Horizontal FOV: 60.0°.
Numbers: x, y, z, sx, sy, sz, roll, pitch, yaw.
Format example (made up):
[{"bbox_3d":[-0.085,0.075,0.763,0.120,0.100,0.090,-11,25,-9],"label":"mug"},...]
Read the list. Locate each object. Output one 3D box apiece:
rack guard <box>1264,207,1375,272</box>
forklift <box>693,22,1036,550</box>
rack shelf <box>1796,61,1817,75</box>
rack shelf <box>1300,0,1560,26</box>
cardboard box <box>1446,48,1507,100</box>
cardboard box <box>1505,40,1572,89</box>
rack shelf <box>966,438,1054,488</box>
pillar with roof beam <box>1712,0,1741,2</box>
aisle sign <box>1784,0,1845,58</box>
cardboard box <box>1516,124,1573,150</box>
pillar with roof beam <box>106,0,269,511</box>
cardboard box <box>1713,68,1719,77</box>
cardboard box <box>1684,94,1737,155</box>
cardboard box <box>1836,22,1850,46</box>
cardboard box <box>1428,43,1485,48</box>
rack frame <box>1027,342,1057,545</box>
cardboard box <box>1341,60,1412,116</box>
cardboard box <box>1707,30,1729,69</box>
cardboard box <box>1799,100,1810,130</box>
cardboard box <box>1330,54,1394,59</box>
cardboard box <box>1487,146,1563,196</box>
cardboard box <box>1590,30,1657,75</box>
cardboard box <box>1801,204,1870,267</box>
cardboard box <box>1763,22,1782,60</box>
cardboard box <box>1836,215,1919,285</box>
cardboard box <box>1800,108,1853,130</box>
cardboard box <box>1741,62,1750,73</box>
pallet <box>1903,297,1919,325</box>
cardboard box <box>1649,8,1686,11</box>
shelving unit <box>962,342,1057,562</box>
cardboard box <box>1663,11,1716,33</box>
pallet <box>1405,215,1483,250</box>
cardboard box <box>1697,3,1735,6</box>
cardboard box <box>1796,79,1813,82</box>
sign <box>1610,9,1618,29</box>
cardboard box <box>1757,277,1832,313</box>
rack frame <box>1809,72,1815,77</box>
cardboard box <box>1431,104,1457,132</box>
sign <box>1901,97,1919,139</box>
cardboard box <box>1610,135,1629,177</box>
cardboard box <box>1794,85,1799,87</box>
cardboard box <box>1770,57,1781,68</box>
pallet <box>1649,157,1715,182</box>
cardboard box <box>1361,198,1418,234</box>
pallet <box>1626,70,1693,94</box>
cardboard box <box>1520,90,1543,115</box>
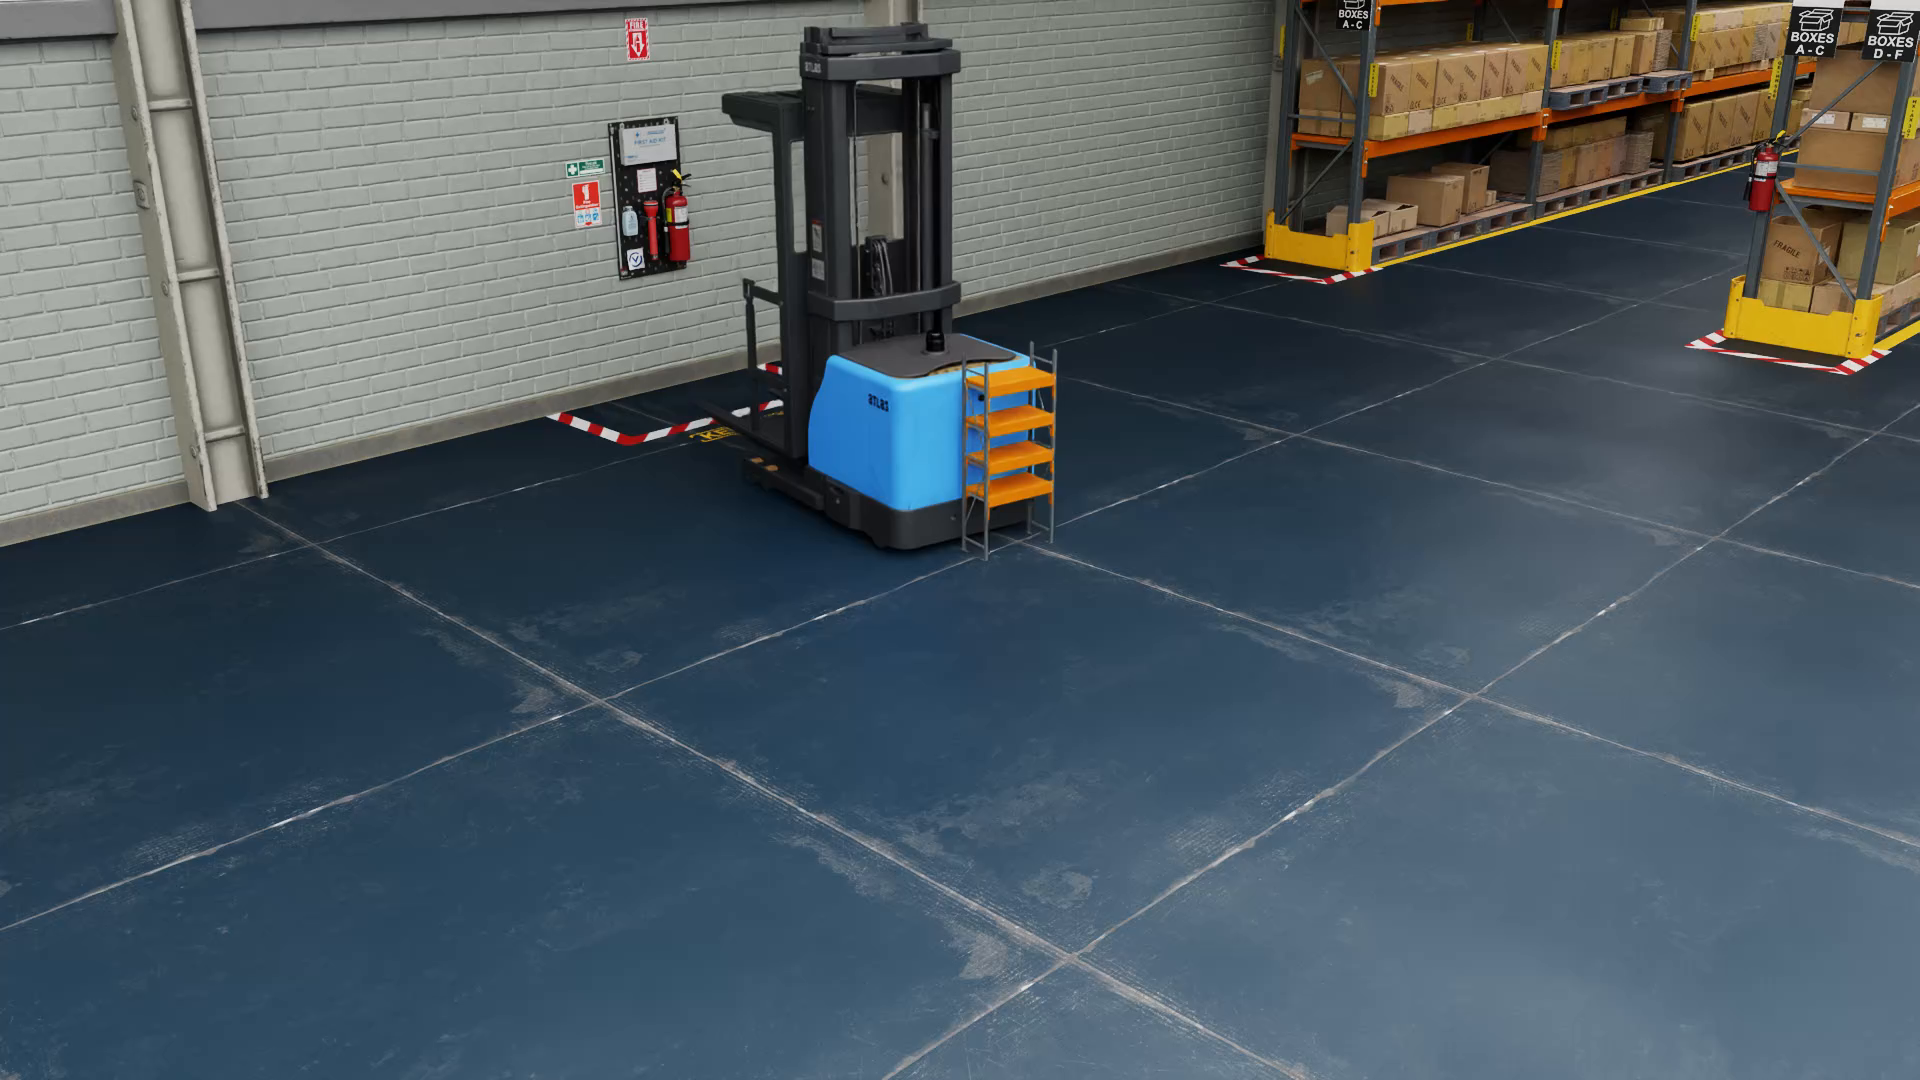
[{"bbox_3d":[3.819,-3.210,17.730,1.175,0.500,0.348,19,28,41],"label":"rack guard"},{"bbox_3d":[-0.790,-1.782,10.625,1.130,2.935,3.031,-14,25,-33],"label":"forklift"},{"bbox_3d":[13.533,-7.621,26.723,1.077,0.370,4.000,19,28,41],"label":"rack shelf"},{"bbox_3d":[5.162,-5.936,18.160,1.077,0.370,4.000,19,28,41],"label":"rack shelf"},{"bbox_3d":[5.745,-5.220,18.610,0.500,0.500,0.500,18,28,39],"label":"cardboard box"},{"bbox_3d":[6.936,-5.760,20.128,0.700,0.500,0.500,19,28,41],"label":"cardboard box"},{"bbox_3d":[0.285,-0.454,9.772,0.480,0.148,0.258,-14,25,-33],"label":"rack shelf"},{"bbox_3d":[15.091,-9.562,22.408,9.100,9.000,0.400,19,28,41],"label":"pillar with roof beam"},{"bbox_3d":[7.062,-4.389,13.689,0.394,0.787,0.004,19,28,41],"label":"aisle sign"},{"bbox_3d":[7.363,-5.082,20.941,0.500,0.250,0.500,19,28,40],"label":"cardboard box"},{"bbox_3d":[-1.652,-3.392,6.358,9.100,9.000,0.400,19,28,41],"label":"pillar with roof beam"},{"bbox_3d":[10.433,-6.607,23.405,0.250,0.149,0.380,-19,28,-41],"label":"cardboard box"},{"bbox_3d":[10.570,-5.986,23.880,0.750,0.750,0.750,19,28,40],"label":"cardboard box"},{"bbox_3d":[13.541,-8.093,26.533,0.980,0.700,0.700,18,27,38],"label":"cardboard box"},{"bbox_3d":[5.716,-5.475,19.273,0.500,0.500,0.500,19,28,40],"label":"cardboard box"},{"bbox_3d":[0.483,-0.568,9.881,0.015,1.200,0.240,-14,25,-33],"label":"rack frame"},{"bbox_3d":[4.315,-4.695,17.244,0.500,0.500,0.500,19,28,41],"label":"cardboard box"},{"bbox_3d":[10.241,-6.802,23.009,0.500,0.500,0.500,-19,28,-40],"label":"cardboard box"},{"bbox_3d":[13.086,-6.766,26.397,0.700,0.500,0.500,19,28,40],"label":"cardboard box"},{"bbox_3d":[4.301,-4.948,17.904,0.500,0.500,0.500,-20,29,-41],"label":"cardboard box"},{"bbox_3d":[7.058,-4.618,20.779,0.500,0.500,0.700,-19,28,-40],"label":"cardboard box"},{"bbox_3d":[8.656,-6.392,21.772,0.700,0.500,0.500,16,26,36],"label":"cardboard box"},{"bbox_3d":[8.166,-2.854,15.522,0.500,0.500,0.500,19,28,41],"label":"cardboard box"},{"bbox_3d":[11.647,-7.322,24.361,0.500,0.500,0.500,20,28,41],"label":"cardboard box"},{"bbox_3d":[8.199,-2.593,14.841,0.500,0.500,0.500,19,28,41],"label":"cardboard box"},{"bbox_3d":[7.448,-3.614,14.253,0.380,0.149,0.250,19,28,40],"label":"cardboard box"},{"bbox_3d":[11.187,-6.861,24.067,0.380,0.149,0.250,18,28,39],"label":"cardboard box"},{"bbox_3d":[8.673,-2.336,15.859,1.003,0.211,1.213,19,28,41],"label":"pallet"},{"bbox_3d":[9.842,-7.273,23.188,0.500,0.250,0.500,18,27,39],"label":"cardboard box"},{"bbox_3d":[0.285,-0.517,9.748,0.503,1.200,0.258,-14,25,-33],"label":"shelving unit"},{"bbox_3d":[9.869,-7.019,22.527,0.500,0.250,0.500,-19,28,-41],"label":"cardboard box"},{"bbox_3d":[5.262,-3.588,19.115,1.003,0.211,1.213,19,28,41],"label":"pallet"},{"bbox_3d":[10.924,-7.668,24.216,0.500,0.250,0.500,18,27,39],"label":"cardboard box"},{"bbox_3d":[13.928,-7.485,27.363,0.380,0.149,0.250,20,28,41],"label":"cardboard box"},{"bbox_3d":[8.947,-7.093,22.733,0.100,0.325,0.005,19,28,41],"label":"sign"},{"bbox_3d":[7.481,-2.243,14.977,0.500,0.250,0.500,19,28,41],"label":"cardboard box"},{"bbox_3d":[14.928,-8.471,27.932,1.000,3.000,0.127,19,28,41],"label":"rack frame"},{"bbox_3d":[5.046,-4.609,18.067,0.500,0.250,0.500,19,28,40],"label":"cardboard box"},{"bbox_3d":[7.712,-3.419,13.473,0.100,0.325,0.005,19,28,41],"label":"sign"},{"bbox_3d":[8.440,-5.151,22.167,0.700,0.500,0.500,19,28,41],"label":"cardboard box"},{"bbox_3d":[13.216,-7.222,26.678,0.380,0.149,0.250,20,28,41],"label":"cardboard box"},{"bbox_3d":[11.946,-7.106,24.703,0.250,0.149,0.380,-20,28,-41],"label":"cardboard box"},{"bbox_3d":[9.951,-5.296,23.560,1.003,0.211,1.213,19,28,41],"label":"pallet"},{"bbox_3d":[4.711,-3.610,18.420,0.500,0.311,0.500,-17,27,-38],"label":"cardboard box"},{"bbox_3d":[8.926,-6.115,22.070,1.213,0.211,1.003,19,28,41],"label":"pallet"},{"bbox_3d":[6.444,-5.128,19.415,0.500,0.250,0.500,19,28,41],"label":"cardboard box"}]
